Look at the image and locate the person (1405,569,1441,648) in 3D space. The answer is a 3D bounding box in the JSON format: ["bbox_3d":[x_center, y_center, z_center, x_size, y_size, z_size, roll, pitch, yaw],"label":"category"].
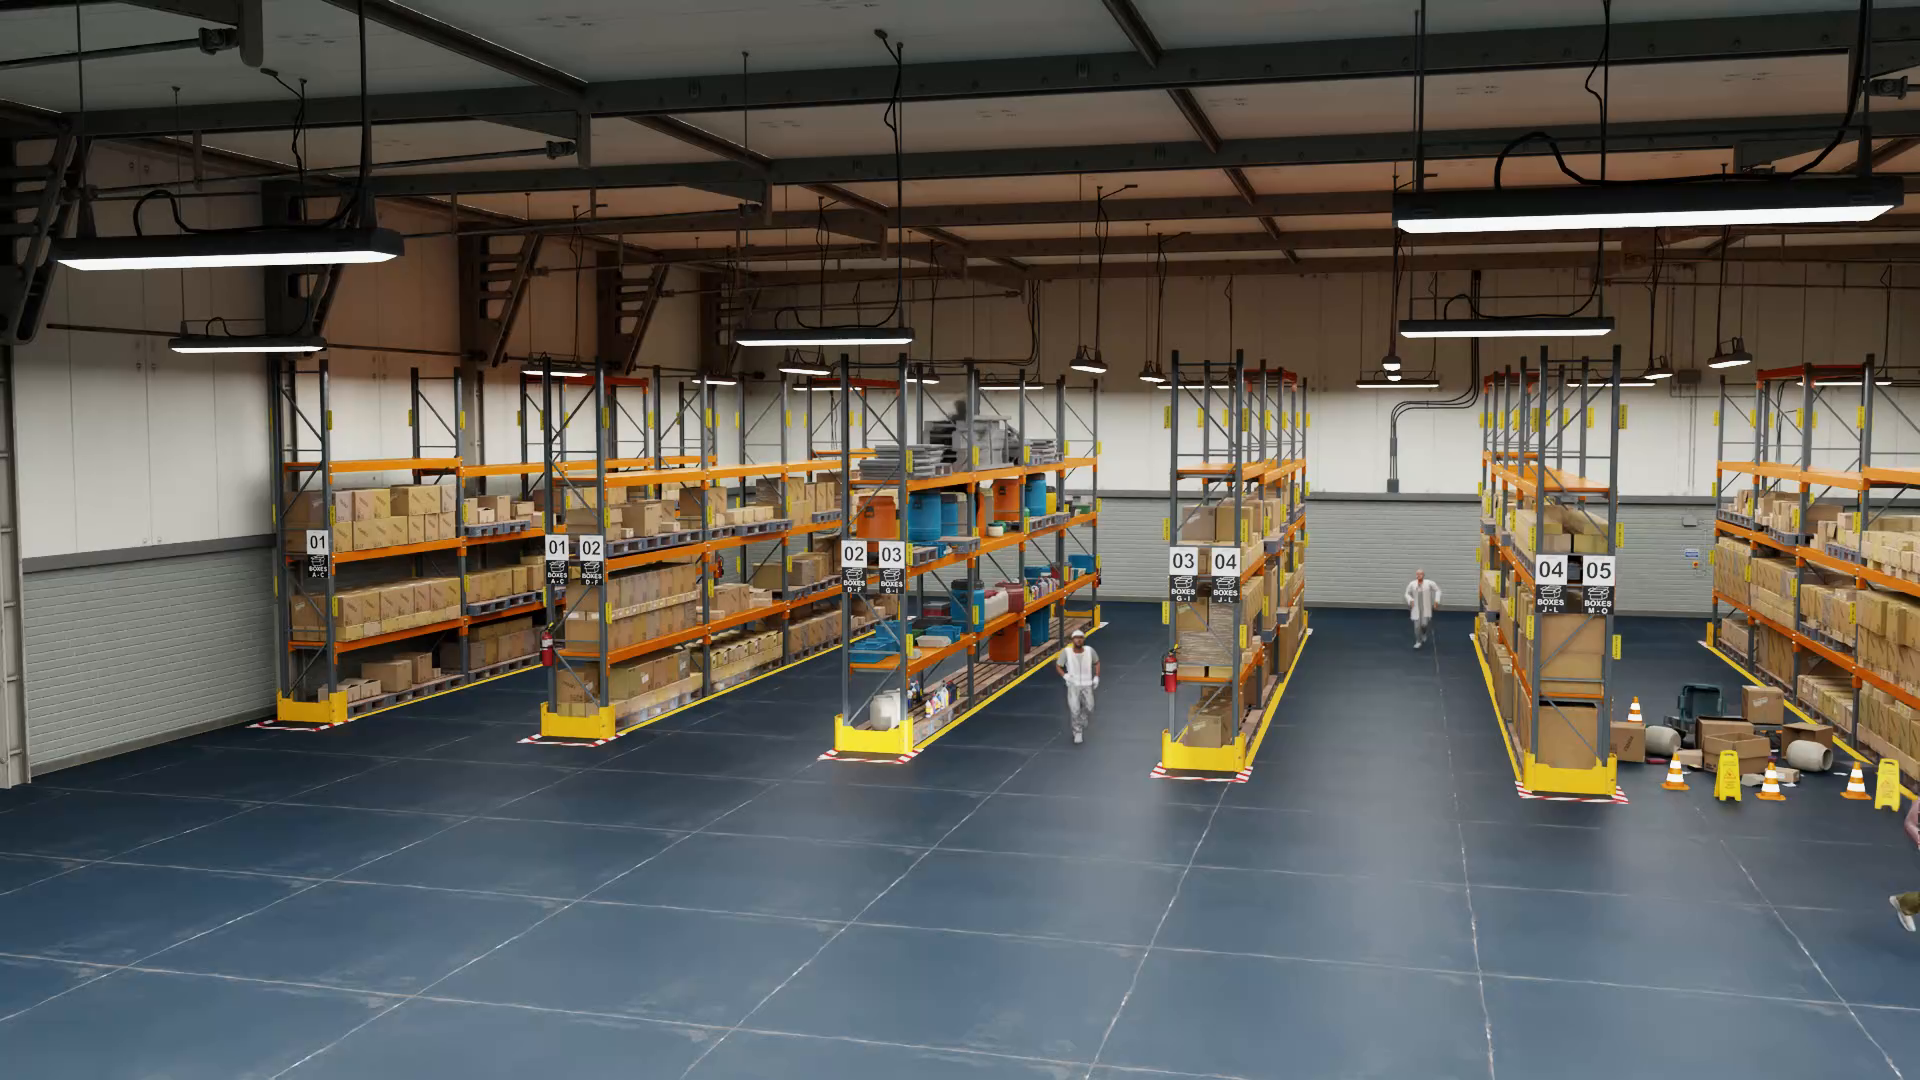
[{"bbox_3d":[10.128,1.516,36.489,0.747,1.738,0.681,2,4,24],"label":"person"}]

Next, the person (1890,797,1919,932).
[{"bbox_3d":[9.177,2.994,15.658,0.712,1.776,0.874,-2,4,-24],"label":"person"}]

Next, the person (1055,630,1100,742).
[{"bbox_3d":[1.852,2.272,26.018,0.721,1.733,0.623,-1,4,-8],"label":"person"}]
